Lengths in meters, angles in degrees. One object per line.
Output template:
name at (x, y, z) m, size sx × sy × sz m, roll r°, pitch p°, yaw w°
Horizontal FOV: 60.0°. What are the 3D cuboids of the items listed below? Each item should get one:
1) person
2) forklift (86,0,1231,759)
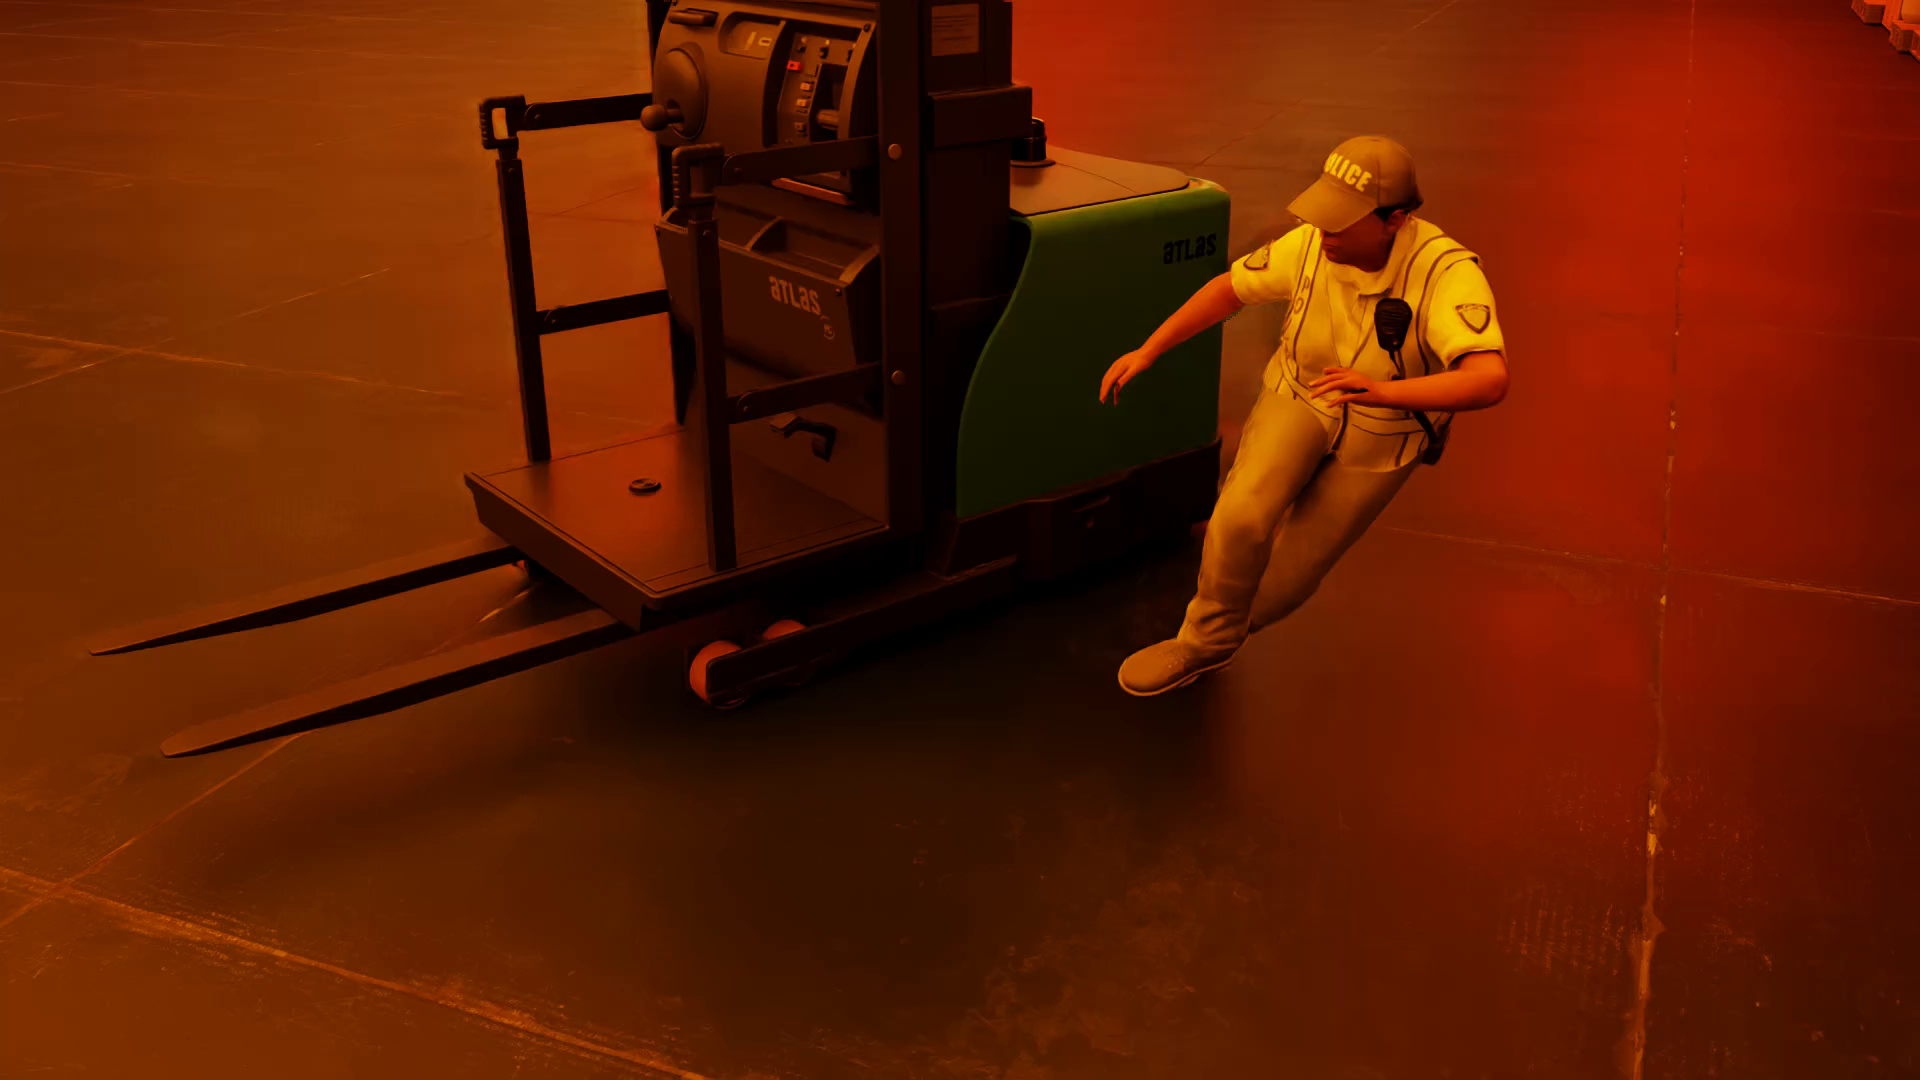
person at (0.747, -0.200, 3.738) m, size 0.913 × 1.437 × 0.869 m, roll 9°, pitch 24°, yaw 21°
forklift at (-0.674, -1.165, 4.078) m, size 3.031 × 2.935 × 1.130 m, roll -17°, pitch 28°, yaw -35°
